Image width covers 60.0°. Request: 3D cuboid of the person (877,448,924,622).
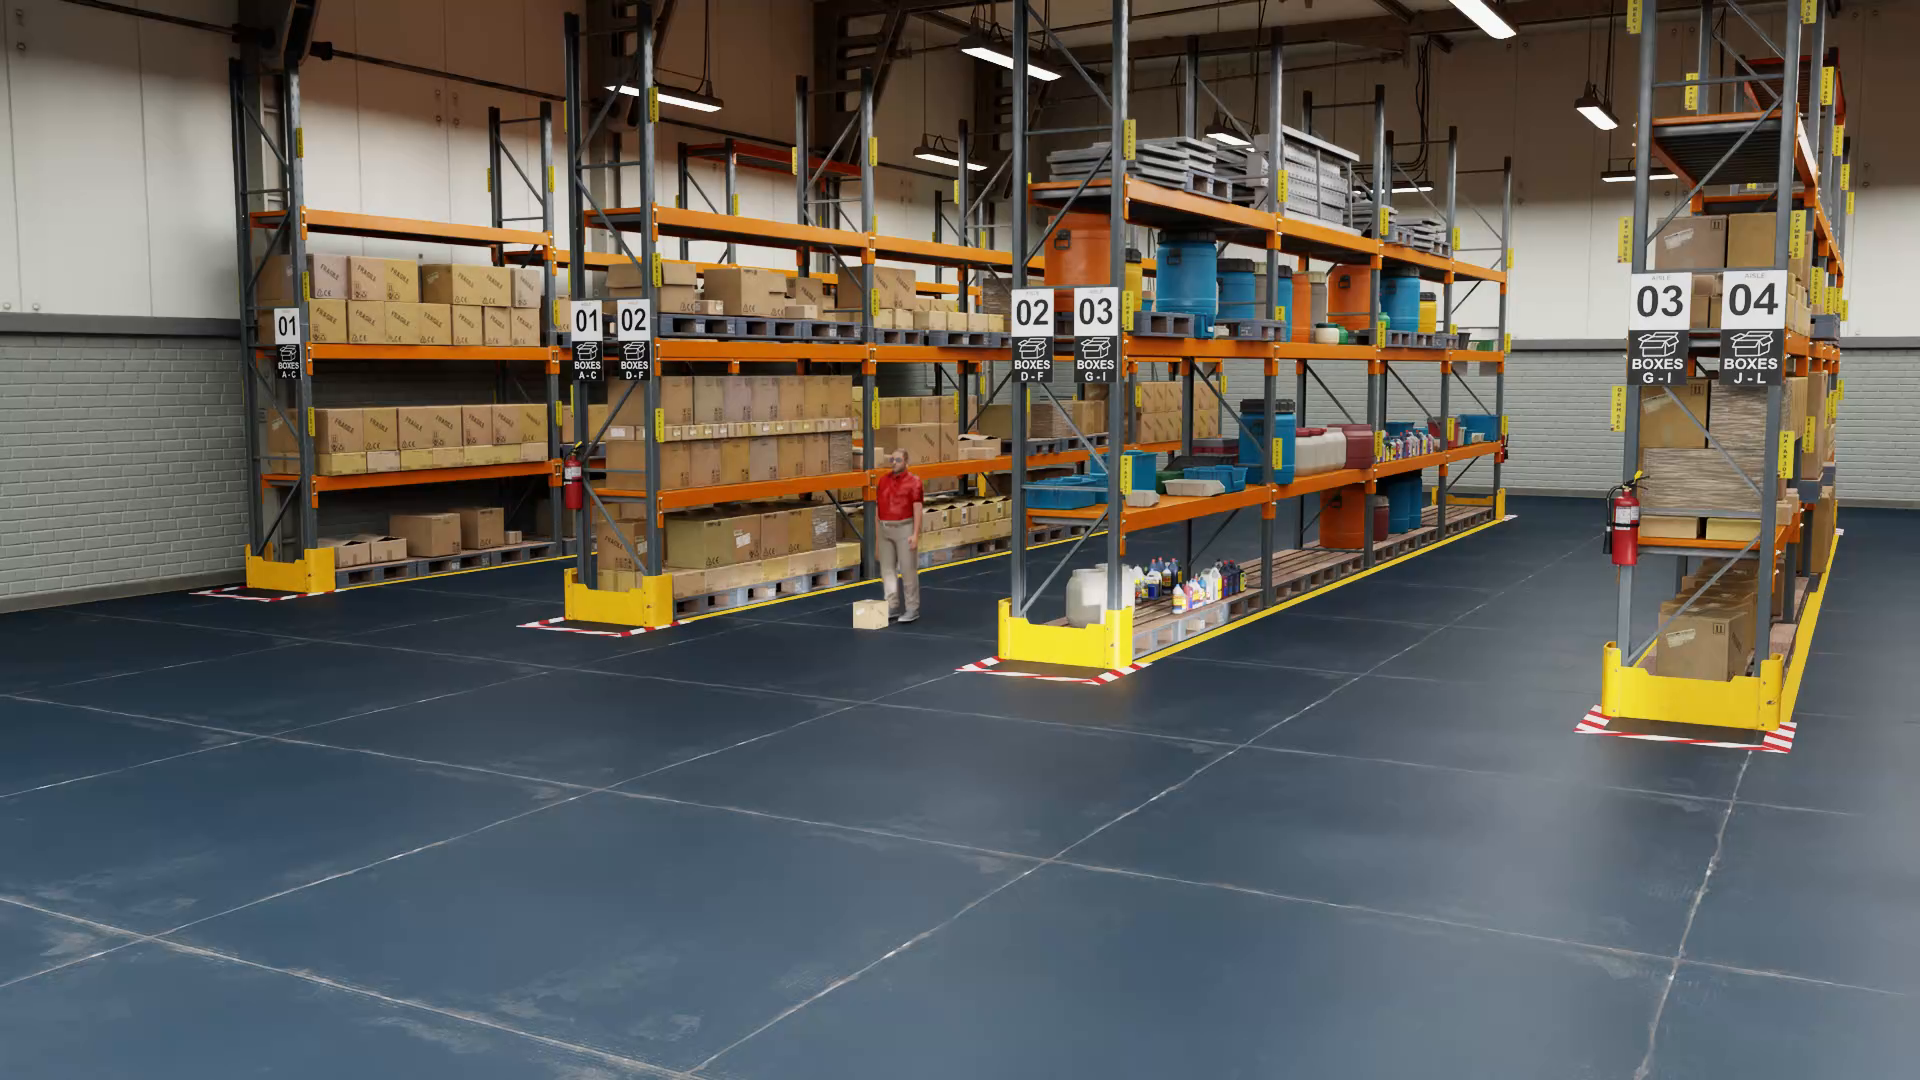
[{"bbox_3d":[-0.631,-0.054,16.681,0.527,1.725,0.352,3,7,29],"label":"person"}]
